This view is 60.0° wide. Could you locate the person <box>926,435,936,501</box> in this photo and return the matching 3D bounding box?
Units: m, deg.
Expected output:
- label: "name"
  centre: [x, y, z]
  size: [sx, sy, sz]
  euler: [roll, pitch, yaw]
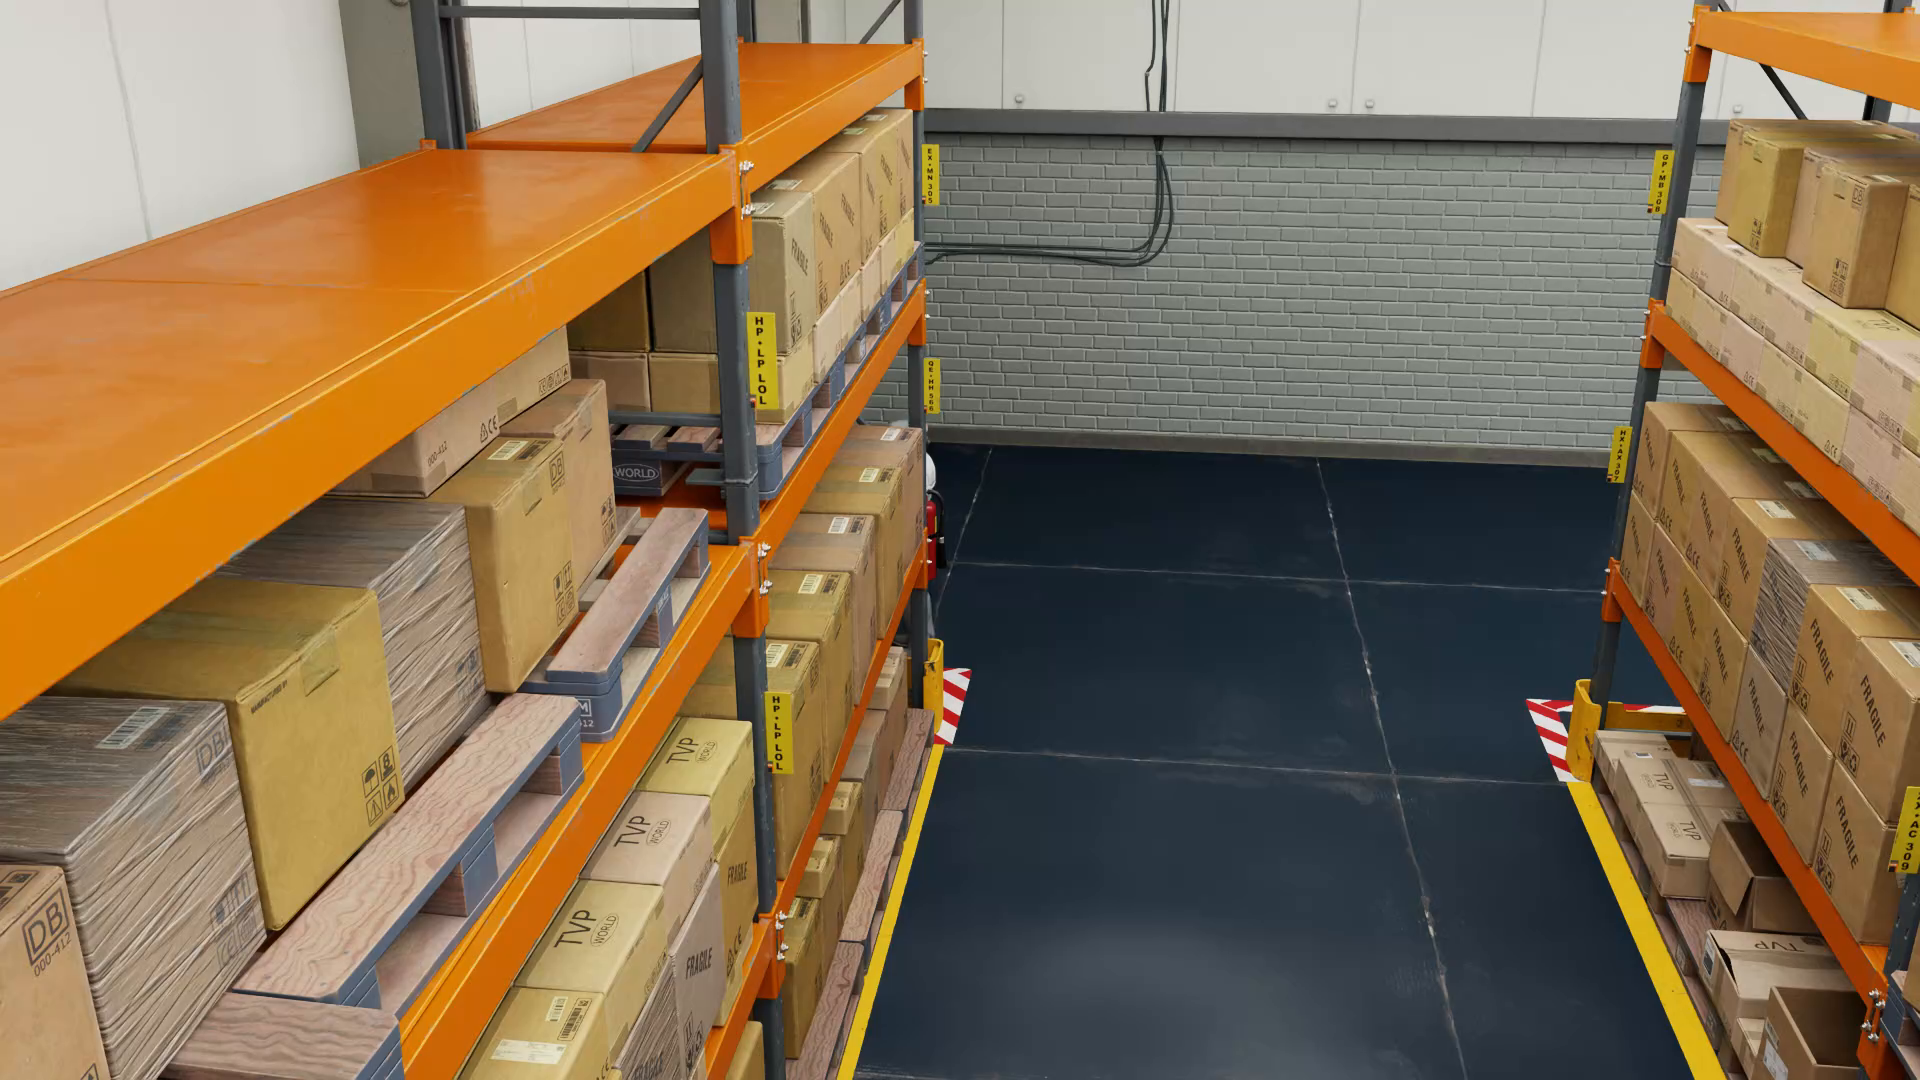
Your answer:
- label: "person"
  centre: [-0.334, -0.307, 10.961]
  size: [0.340, 0.979, 0.438]
  euler: [3, 21, 7]
